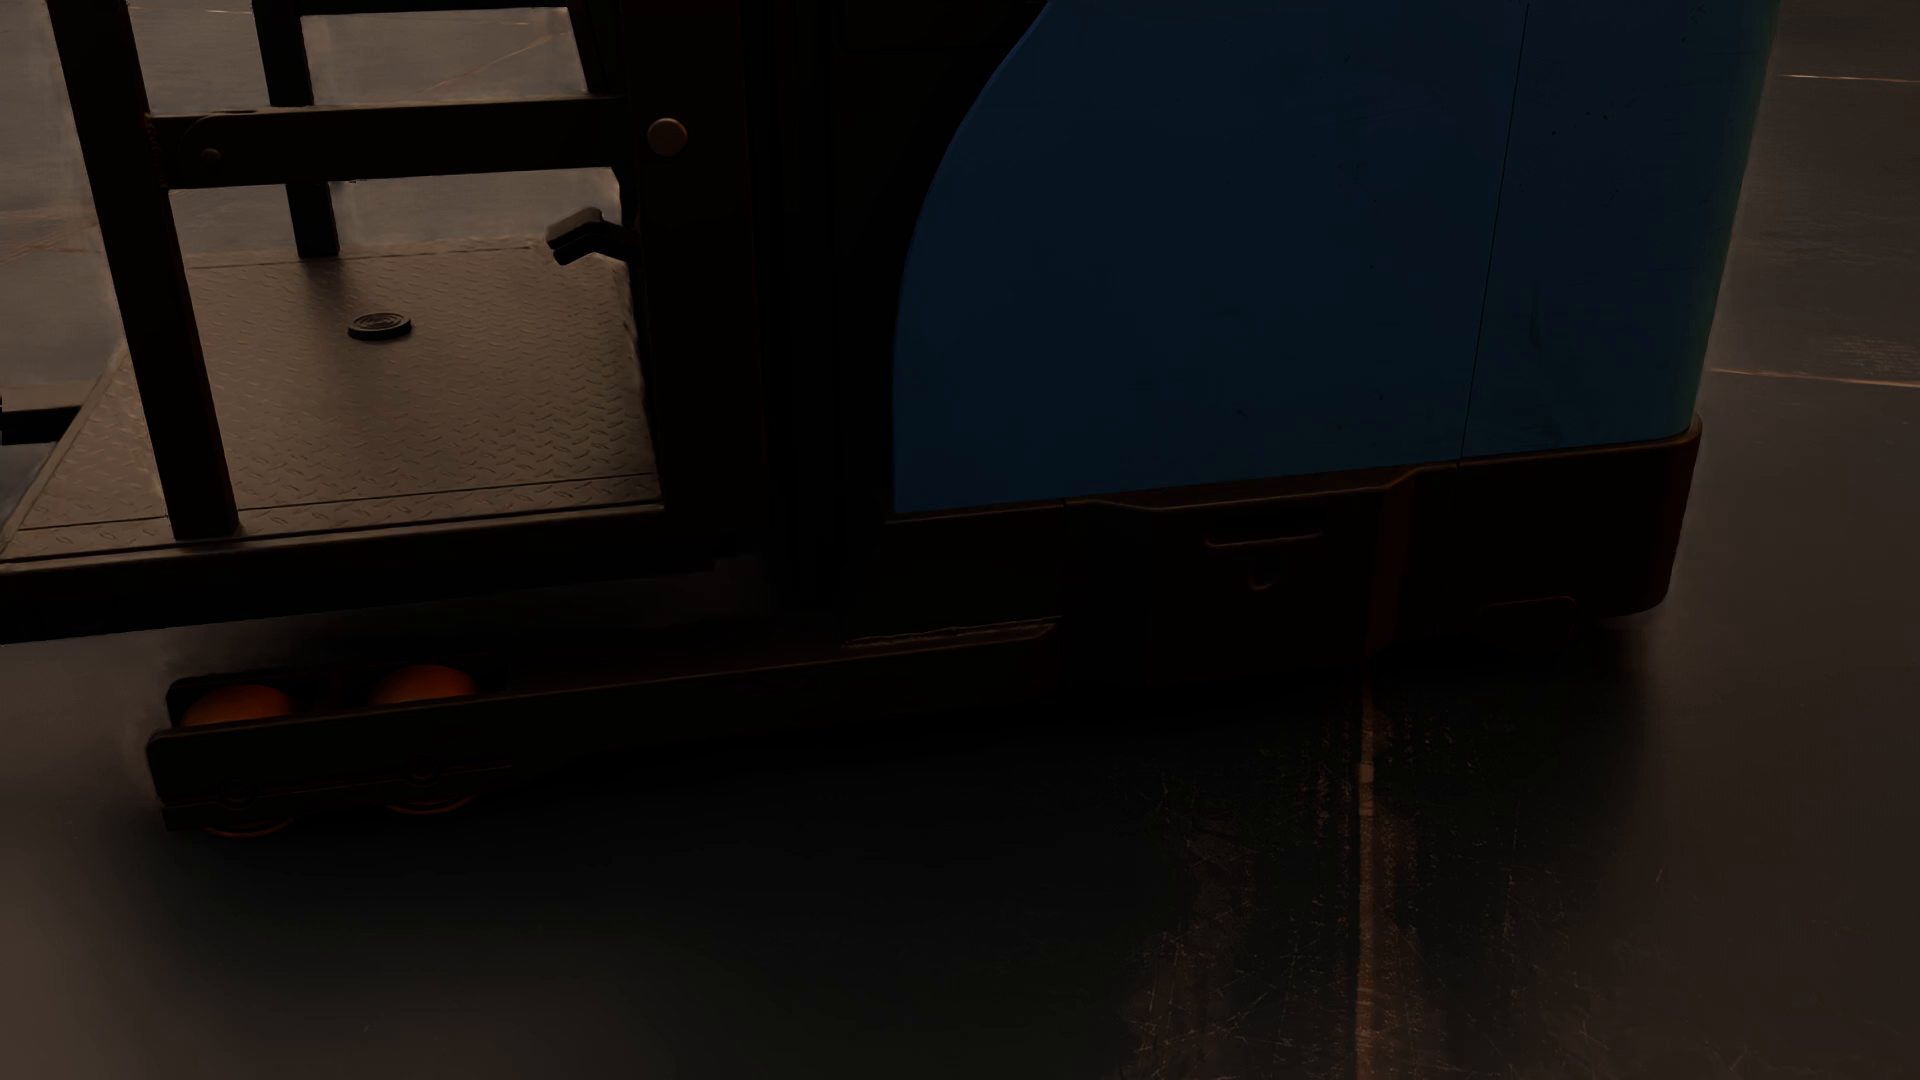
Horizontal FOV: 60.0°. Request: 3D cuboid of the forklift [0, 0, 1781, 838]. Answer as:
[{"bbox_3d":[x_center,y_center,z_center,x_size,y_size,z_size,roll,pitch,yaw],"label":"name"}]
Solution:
[{"bbox_3d":[-0.627,-1.239,1.702,3.031,2.935,1.130,-6,27,-11],"label":"forklift"}]
